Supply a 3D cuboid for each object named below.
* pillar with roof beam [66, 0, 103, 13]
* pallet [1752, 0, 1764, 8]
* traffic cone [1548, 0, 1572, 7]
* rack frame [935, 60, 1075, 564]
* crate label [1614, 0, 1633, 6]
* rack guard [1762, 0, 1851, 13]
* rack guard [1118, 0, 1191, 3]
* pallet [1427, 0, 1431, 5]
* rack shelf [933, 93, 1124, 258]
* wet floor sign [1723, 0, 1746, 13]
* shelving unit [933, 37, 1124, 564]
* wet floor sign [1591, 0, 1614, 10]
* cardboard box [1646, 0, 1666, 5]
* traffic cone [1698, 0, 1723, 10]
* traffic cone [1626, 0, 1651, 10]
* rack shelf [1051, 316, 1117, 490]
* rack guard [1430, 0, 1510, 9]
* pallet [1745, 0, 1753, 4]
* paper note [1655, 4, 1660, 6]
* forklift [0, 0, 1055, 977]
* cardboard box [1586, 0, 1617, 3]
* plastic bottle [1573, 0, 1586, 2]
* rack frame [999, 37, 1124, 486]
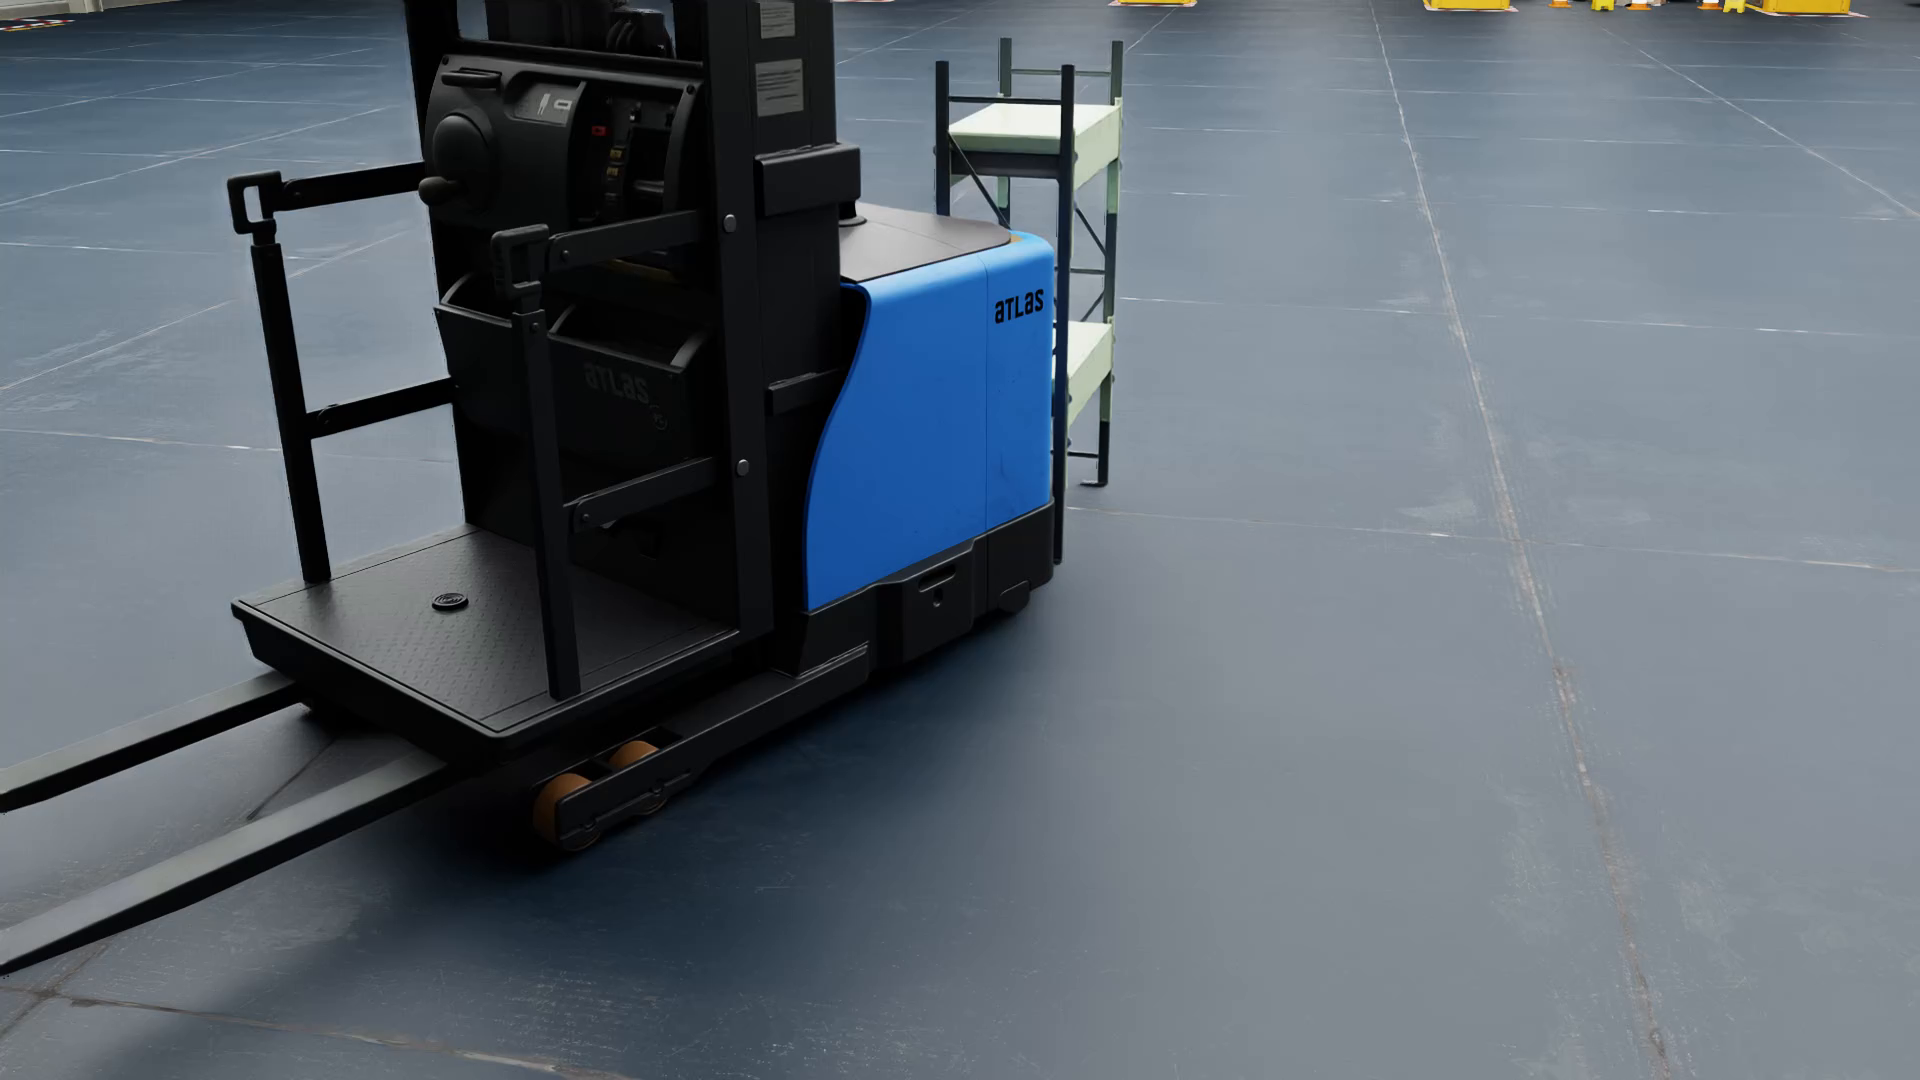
[{"bbox_3d":[-9.095,-11.889,22.828,9.100,9.000,0.400,4,22,11],"label":"pillar with roof beam"},{"bbox_3d":[13.084,-8.447,26.046,1.003,0.211,1.213,4,22,11],"label":"pallet"},{"bbox_3d":[9.500,-8.668,26.257,0.336,0.463,0.334,4,22,11],"label":"traffic cone"},{"bbox_3d":[0.126,-0.645,4.949,0.400,1.500,0.023,6,23,15],"label":"rack frame"},{"bbox_3d":[10.637,-8.599,26.521,0.250,0.136,0.298,-7,23,-17],"label":"crate label"},{"bbox_3d":[12.884,-8.287,25.261,1.175,0.500,0.348,4,22,11],"label":"rack guard"},{"bbox_3d":[3.182,-9.042,27.136,1.175,0.500,0.348,4,22,11],"label":"rack guard"},{"bbox_3d":[8.088,-8.764,26.832,1.003,0.211,1.213,4,22,11],"label":"pallet"},{"bbox_3d":[0.225,-1.139,5.129,0.431,0.370,0.720,6,23,15],"label":"rack shelf"},{"bbox_3d":[11.782,-8.339,25.194,0.267,0.644,0.232,13,25,29],"label":"wet floor sign"},{"bbox_3d":[0.225,-0.777,5.275,0.431,1.500,0.755,6,23,15],"label":"shelving unit"},{"bbox_3d":[9.934,-8.505,25.609,0.267,0.644,0.232,1,22,2],"label":"wet floor sign"},{"bbox_3d":[11.158,-8.729,26.829,0.380,0.149,0.250,18,28,38],"label":"cardboard box"},{"bbox_3d":[11.693,-8.497,25.833,0.336,0.463,0.334,4,22,11],"label":"traffic cone"},{"bbox_3d":[10.537,-8.458,25.735,0.336,0.463,0.334,4,22,11],"label":"traffic cone"},{"bbox_3d":[0.225,-0.475,5.397,0.431,0.370,0.720,6,23,15],"label":"rack shelf"},{"bbox_3d":[7.997,-8.591,26.015,1.175,0.500,0.348,4,22,11],"label":"rack guard"},{"bbox_3d":[13.335,-8.892,27.150,1.003,0.211,1.213,4,22,11],"label":"pallet"},{"bbox_3d":[11.112,-8.539,26.514,0.148,0.019,0.142,-3,22,-8],"label":"paper note"},{"bbox_3d":[-1.055,-0.887,3.633,1.130,2.935,3.031,17,28,36],"label":"forklift"},{"bbox_3d":[10.748,-9.096,27.265,0.797,0.503,0.637,-11,25,-26],"label":"cardboard box"},{"bbox_3d":[10.198,-8.925,27.432,0.133,0.061,0.283,-3,22,-8],"label":"plastic bottle"},{"bbox_3d":[0.325,-0.909,5.602,0.400,1.500,0.023,6,23,15],"label":"rack frame"}]
